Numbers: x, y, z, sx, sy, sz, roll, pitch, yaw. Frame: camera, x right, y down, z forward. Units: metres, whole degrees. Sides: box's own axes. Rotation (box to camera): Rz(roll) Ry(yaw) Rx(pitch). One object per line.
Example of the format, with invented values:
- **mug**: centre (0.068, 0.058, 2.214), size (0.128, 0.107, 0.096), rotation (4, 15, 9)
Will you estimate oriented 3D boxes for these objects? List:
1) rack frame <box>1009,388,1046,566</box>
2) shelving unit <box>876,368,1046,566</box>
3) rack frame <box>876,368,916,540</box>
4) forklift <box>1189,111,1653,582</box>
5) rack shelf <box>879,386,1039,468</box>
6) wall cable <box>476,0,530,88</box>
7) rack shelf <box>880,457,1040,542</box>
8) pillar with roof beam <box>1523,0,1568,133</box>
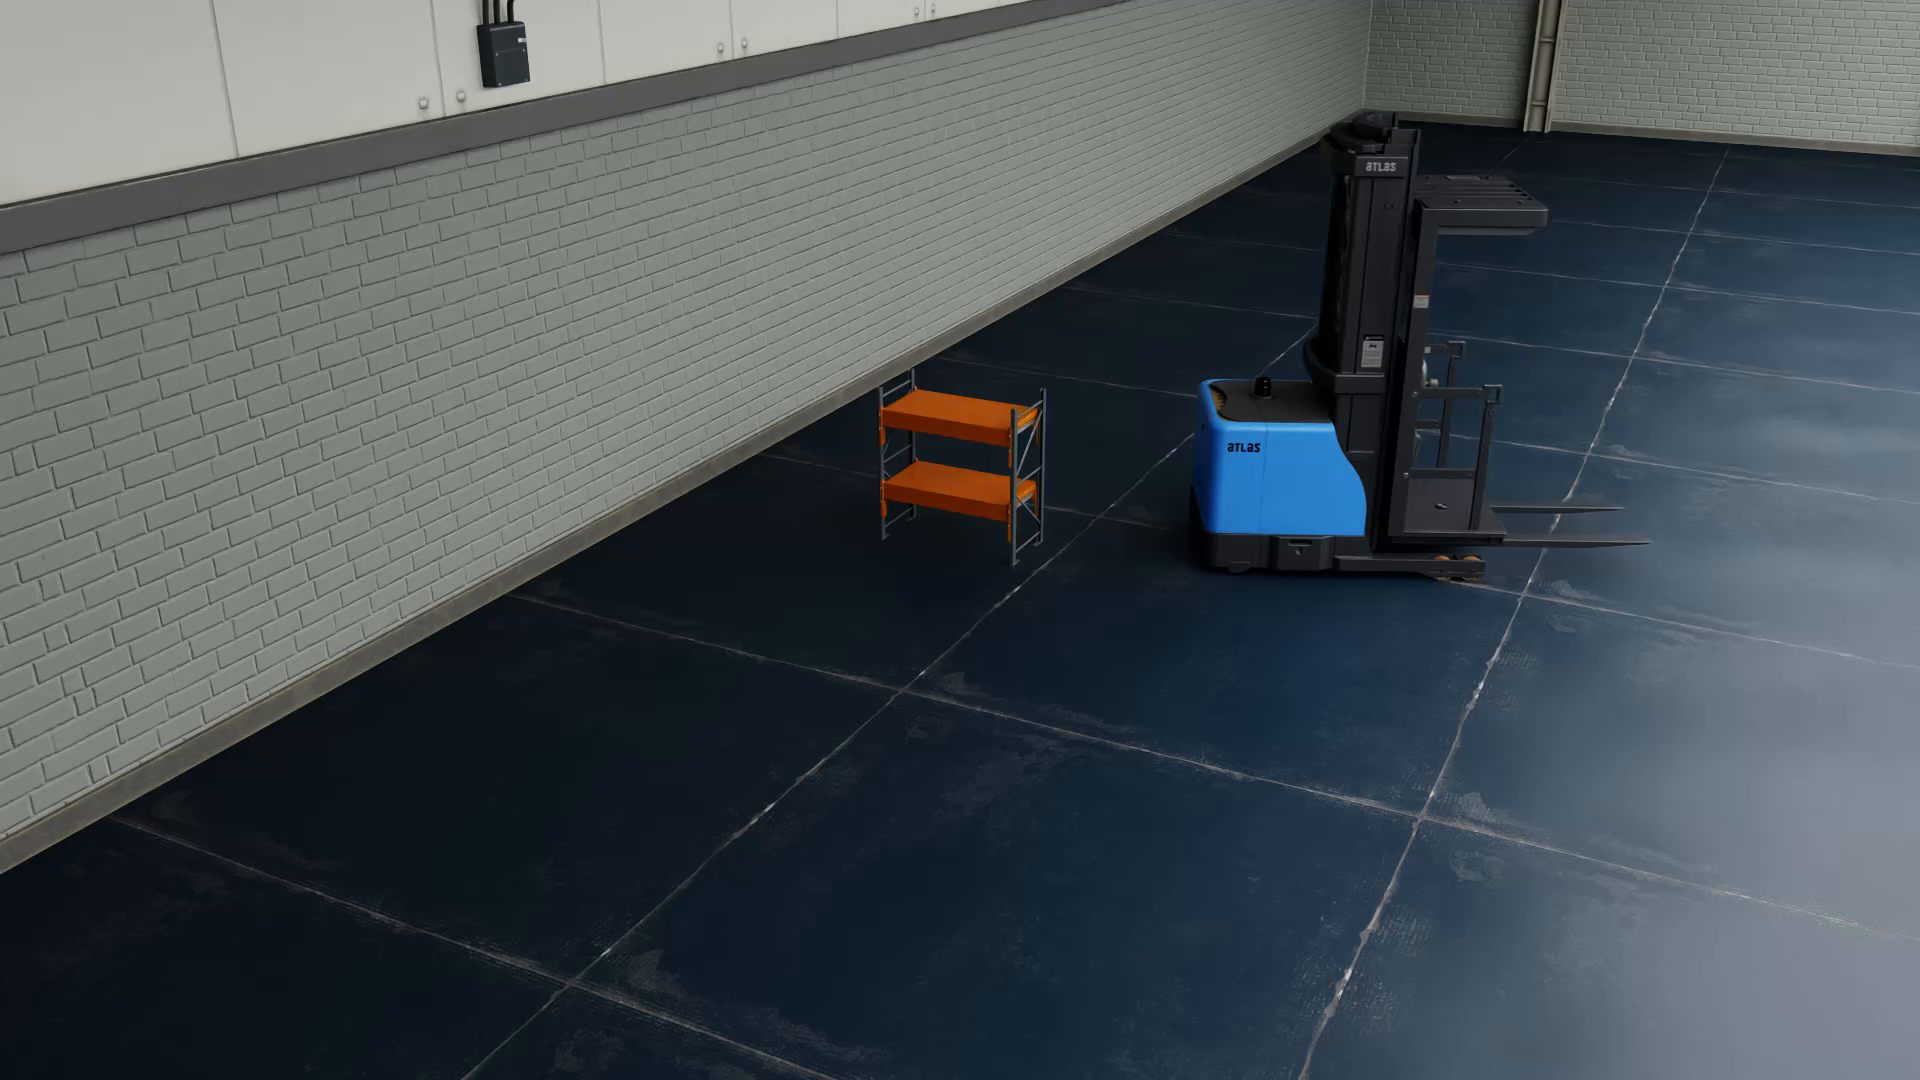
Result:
- **rack frame**: centre (0.460, -0.427, 11.316), size (0.032, 1.125, 0.500), rotation (11, 25, 25)
- **shelving unit**: centre (0.006, -0.516, 11.527), size (1.048, 1.125, 0.538), rotation (11, 25, 25)
- **rack frame**: centre (-0.448, -0.606, 11.738), size (0.032, 1.125, 0.500), rotation (11, 25, 25)
- **forklift**: centre (3.151, -1.284, 11.024), size (3.031, 2.935, 1.130), rotation (1, 23, 2)
- **rack shelf**: centre (0.006, -0.786, 11.413), size (1.000, 0.278, 0.538), rotation (11, 25, 25)
- **wall cable**: centre (-2.275, -5.868, 9.705), size (0.169, 6.003, 2.305), rotation (11, 25, 25)
- **rack shelf**: centre (0.006, -0.291, 11.623), size (1.000, 0.278, 0.538), rotation (11, 25, 25)
- **pillar with roof beam**: centre (7.730, -9.506, 22.605), size (0.400, 9.000, 9.100), rotation (11, 25, 25)
